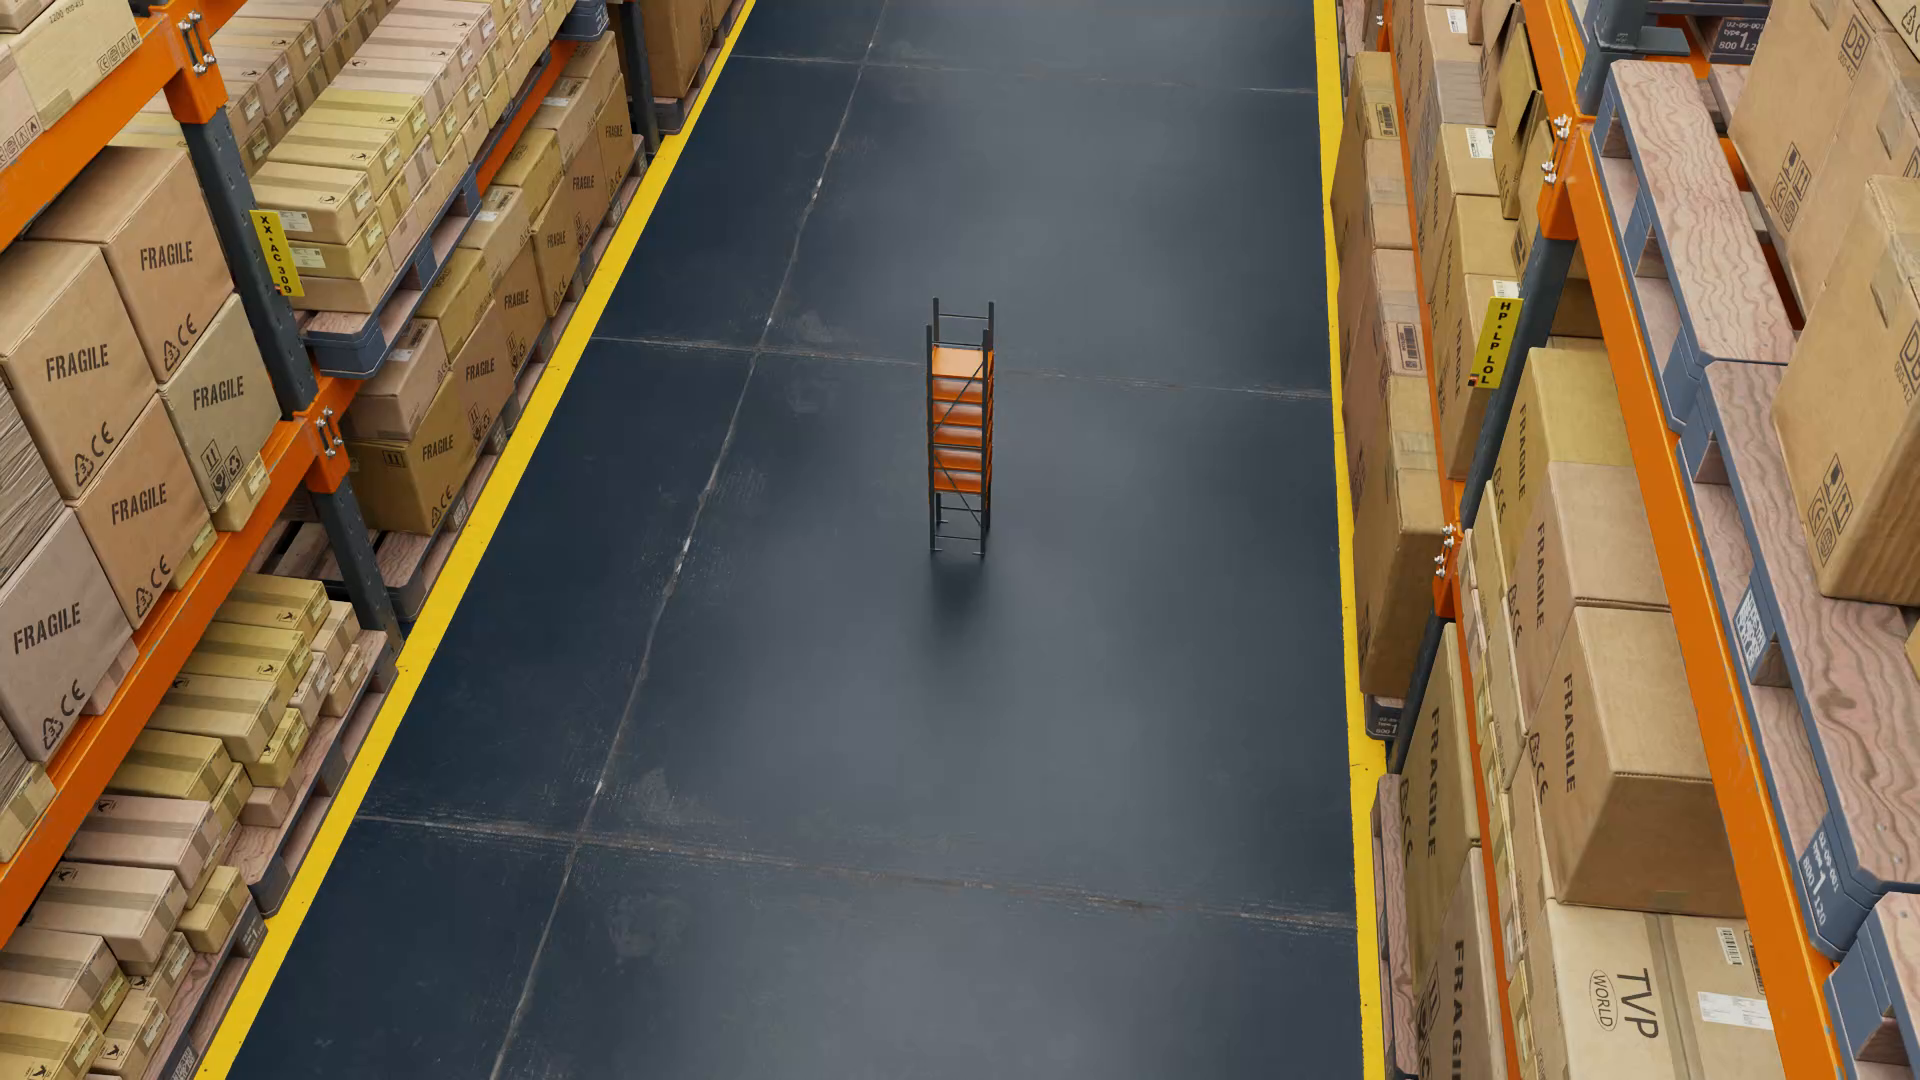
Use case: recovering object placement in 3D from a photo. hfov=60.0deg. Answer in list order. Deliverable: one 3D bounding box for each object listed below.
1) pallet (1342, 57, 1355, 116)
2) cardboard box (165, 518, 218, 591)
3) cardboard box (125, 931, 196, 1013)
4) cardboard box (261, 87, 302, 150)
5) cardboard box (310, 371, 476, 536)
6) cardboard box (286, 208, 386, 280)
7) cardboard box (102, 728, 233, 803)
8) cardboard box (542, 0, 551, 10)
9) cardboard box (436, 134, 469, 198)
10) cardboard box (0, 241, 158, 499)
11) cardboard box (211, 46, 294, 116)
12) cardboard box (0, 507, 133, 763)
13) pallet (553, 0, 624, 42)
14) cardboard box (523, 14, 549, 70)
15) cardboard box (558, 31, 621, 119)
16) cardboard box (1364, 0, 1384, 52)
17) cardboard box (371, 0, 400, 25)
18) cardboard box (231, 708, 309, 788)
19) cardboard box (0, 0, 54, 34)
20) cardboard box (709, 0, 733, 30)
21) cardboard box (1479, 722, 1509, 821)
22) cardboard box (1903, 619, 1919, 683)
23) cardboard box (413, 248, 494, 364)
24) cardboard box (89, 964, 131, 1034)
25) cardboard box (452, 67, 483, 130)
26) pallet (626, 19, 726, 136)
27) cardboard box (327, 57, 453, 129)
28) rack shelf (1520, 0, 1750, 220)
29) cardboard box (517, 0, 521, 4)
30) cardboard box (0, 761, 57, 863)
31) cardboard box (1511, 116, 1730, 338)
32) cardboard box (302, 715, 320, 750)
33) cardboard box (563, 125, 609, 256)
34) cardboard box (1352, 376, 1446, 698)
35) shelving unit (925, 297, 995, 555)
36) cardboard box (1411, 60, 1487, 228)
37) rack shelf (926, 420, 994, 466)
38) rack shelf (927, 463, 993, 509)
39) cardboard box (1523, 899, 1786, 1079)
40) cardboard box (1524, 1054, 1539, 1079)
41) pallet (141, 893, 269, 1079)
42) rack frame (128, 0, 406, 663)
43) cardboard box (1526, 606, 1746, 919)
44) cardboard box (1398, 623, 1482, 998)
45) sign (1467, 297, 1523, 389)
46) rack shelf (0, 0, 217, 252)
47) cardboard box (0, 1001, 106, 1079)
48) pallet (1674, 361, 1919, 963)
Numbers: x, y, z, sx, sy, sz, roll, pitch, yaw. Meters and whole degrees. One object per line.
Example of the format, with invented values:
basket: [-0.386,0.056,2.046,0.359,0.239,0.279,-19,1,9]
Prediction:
pallet: [2.758,-2.392,9.645,1.003,0.211,1.213,5,44,6]
cardboard box: [-2.605,0.003,5.270,0.380,0.149,0.250,7,44,7]
cardboard box: [-2.731,1.392,5.389,0.380,0.149,0.250,6,44,6]
cardboard box: [-2.821,-1.660,6.504,0.380,0.149,0.250,4,44,4]
cardboard box: [-2.418,-0.391,7.016,0.500,0.500,0.500,7,44,7]
cardboard box: [-2.271,-1.062,5.873,0.380,0.149,0.250,6,44,6]
cardboard box: [-2.700,0.784,5.597,0.380,0.149,0.250,7,44,7]
cardboard box: [-1.998,-2.482,7.373,0.380,0.149,0.250,5,44,5]
cardboard box: [-2.169,-1.485,6.536,0.380,0.149,0.250,6,44,6]
cardboard box: [-2.636,-0.476,4.577,0.500,0.500,0.500,4,44,4]
cardboard box: [-2.814,-1.773,6.407,0.380,0.149,0.250,5,44,5]
cardboard box: [-2.699,0.237,4.551,0.500,0.500,0.500,5,44,5]
pallet: [-2.239,-2.827,8.216,1.213,0.211,1.003,5,44,6]
cardboard box: [-2.034,-2.202,7.293,0.380,0.149,0.250,6,44,7]
cardboard box: [-2.080,-2.419,8.613,0.500,0.250,0.500,4,44,5]
cardboard box: [2.783,-2.962,9.717,0.700,0.500,0.500,2,43,2]
cardboard box: [-2.682,-2.373,7.257,0.380,0.149,0.250,5,44,5]
cardboard box: [-2.547,0.722,5.880,0.380,0.149,0.250,4,44,4]
cardboard box: [-2.588,-1.545,4.286,0.500,0.250,0.500,3,44,4]
cardboard box: [-1.968,-3.731,10.362,1.050,0.750,0.750,6,44,6]
cardboard box: [1.653,0.654,4.582,0.380,0.149,0.250,4,44,4]
cardboard box: [1.825,0.177,2.271,0.700,0.500,0.500,3,43,3]
cardboard box: [-2.351,-1.026,7.141,0.500,0.250,0.500,6,44,7]
cardboard box: [-2.824,1.418,5.145,0.380,0.149,0.250,7,44,7]
cardboard box: [-2.138,-1.776,6.627,0.380,0.149,0.250,7,44,7]
pallet: [-2.071,-2.910,10.192,1.003,0.211,1.213,5,44,6]
cardboard box: [-2.168,-1.705,6.336,0.380,0.149,0.250,5,44,5]
rack shelf: [2.389,-2.338,5.901,1.077,0.370,4.000,5,44,6]
cardboard box: [-2.033,-2.413,7.083,0.380,0.149,0.250,7,44,8]
cardboard box: [-2.720,0.713,4.520,0.380,0.149,0.250,6,44,6]
cardboard box: [2.201,-0.983,5.326,0.797,0.503,0.637,4,44,4]
cardboard box: [-2.610,0.684,6.136,0.380,0.149,0.250,6,44,7]
cardboard box: [-2.150,-1.811,8.516,0.500,0.500,0.500,7,44,7]
cardboard box: [2.189,0.035,6.294,1.225,0.875,0.875,5,44,6]
shelving unit: [0.002,-0.446,6.870,0.258,1.200,0.189,5,44,6]
cardboard box: [2.121,-1.561,6.666,0.500,0.500,0.500,5,44,6]
rack shelf: [0.002,-0.413,6.901,0.258,0.103,0.180,5,44,6]
rack shelf: [0.002,-0.239,7.066,0.258,0.103,0.180,5,44,6]
cardboard box: [1.596,1.124,3.796,0.500,0.250,0.500,5,44,6]
cardboard box: [1.519,1.356,3.841,0.380,0.149,0.250,6,44,6]
pallet: [-2.991,1.641,5.385,1.003,0.211,1.213,5,44,6]
rack frame: [-2.779,-0.666,5.794,1.000,3.000,0.127,5,44,6]
cardboard box: [1.671,0.521,3.888,0.500,0.500,0.500,4,44,4]
cardboard box: [1.958,0.915,5.364,0.875,0.875,0.875,5,44,6]
sign: [1.585,-0.581,4.919,0.100,0.325,0.005,5,44,6]
rack shelf: [-3.043,-0.131,3.571,1.077,0.370,4.000,5,44,6]
cardboard box: [-2.747,1.502,4.840,0.380,0.149,0.250,6,44,6]
pallet: [1.842,0.182,2.781,1.003,0.211,1.213,5,44,6]
